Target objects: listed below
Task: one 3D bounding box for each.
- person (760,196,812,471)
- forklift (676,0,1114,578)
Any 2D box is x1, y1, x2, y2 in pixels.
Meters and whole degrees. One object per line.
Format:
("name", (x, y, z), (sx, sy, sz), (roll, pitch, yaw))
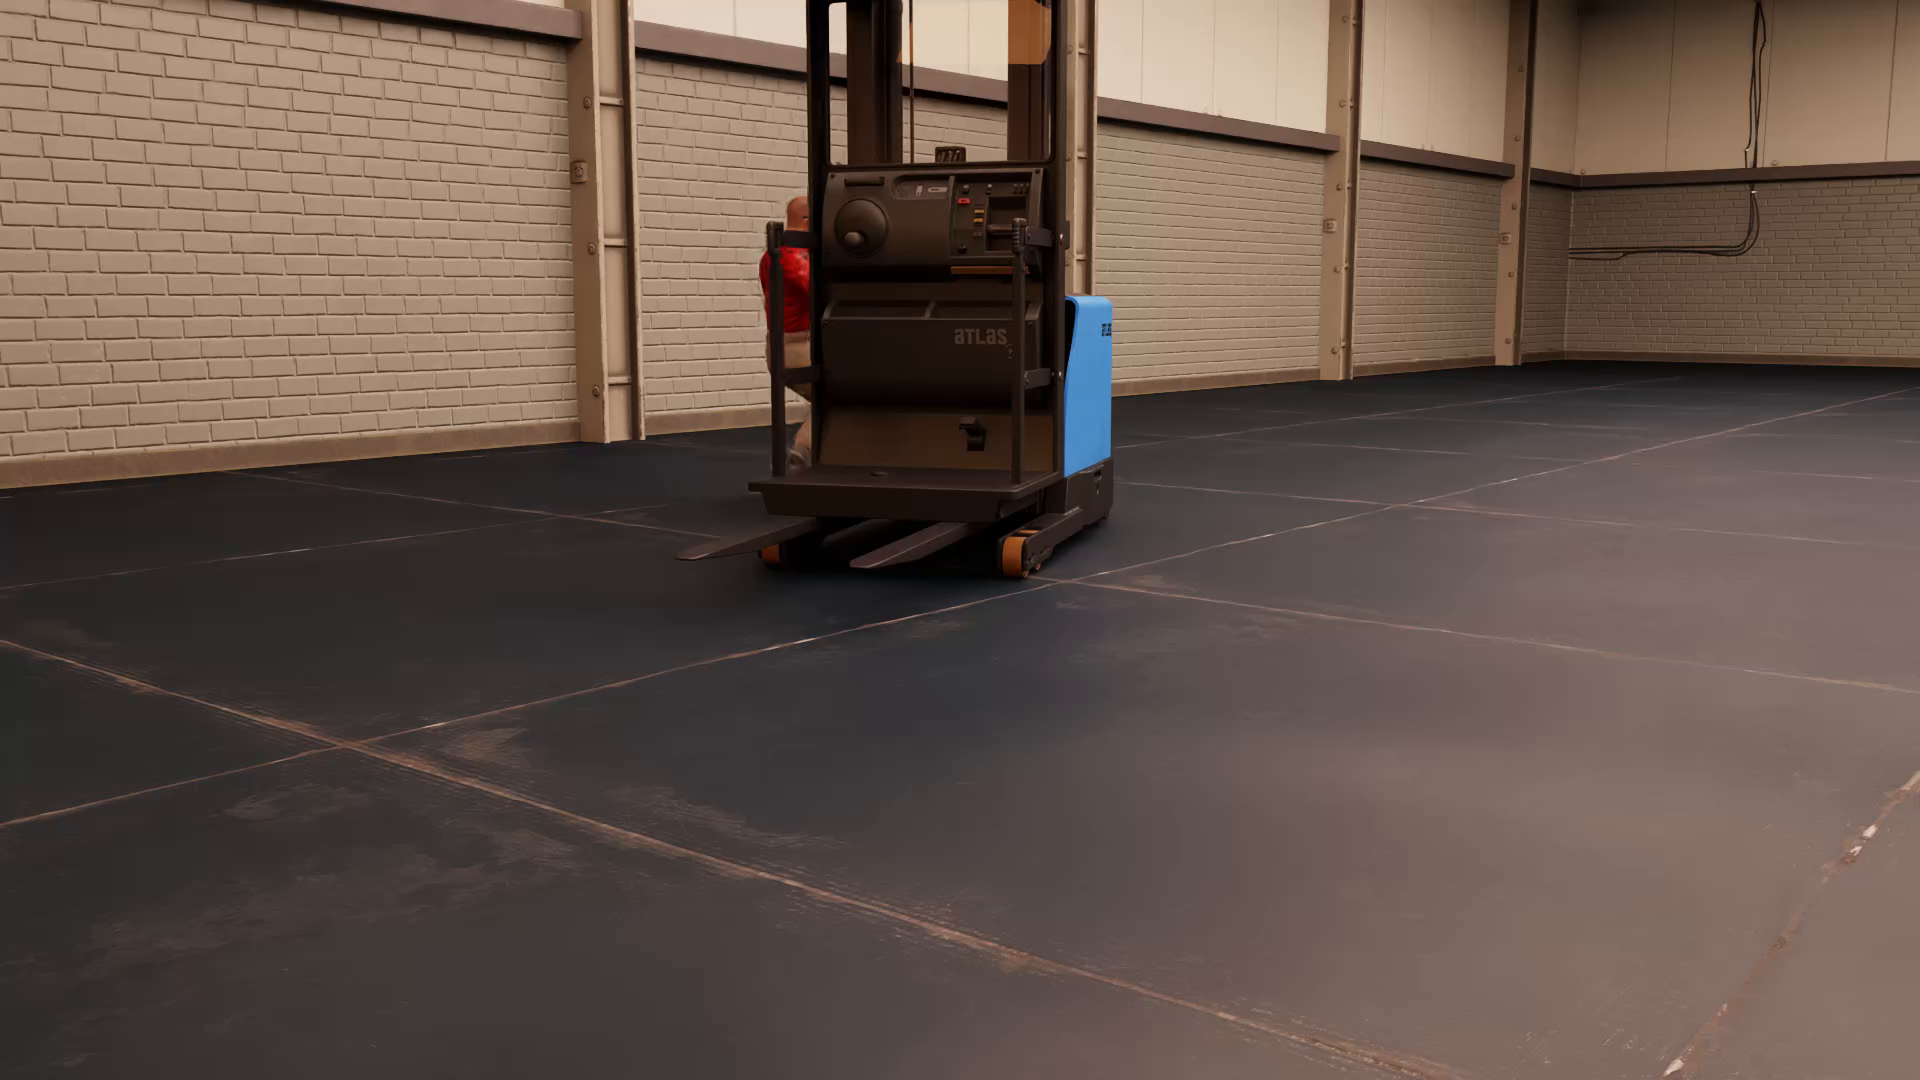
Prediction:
("person", (-0.682, -0.984, 8.770), (0.649, 1.615, 0.784), (-4, 9, -23))
("forklift", (-0.176, -1.366, 6.616), (1.130, 2.935, 3.031), (3, 9, 17))
